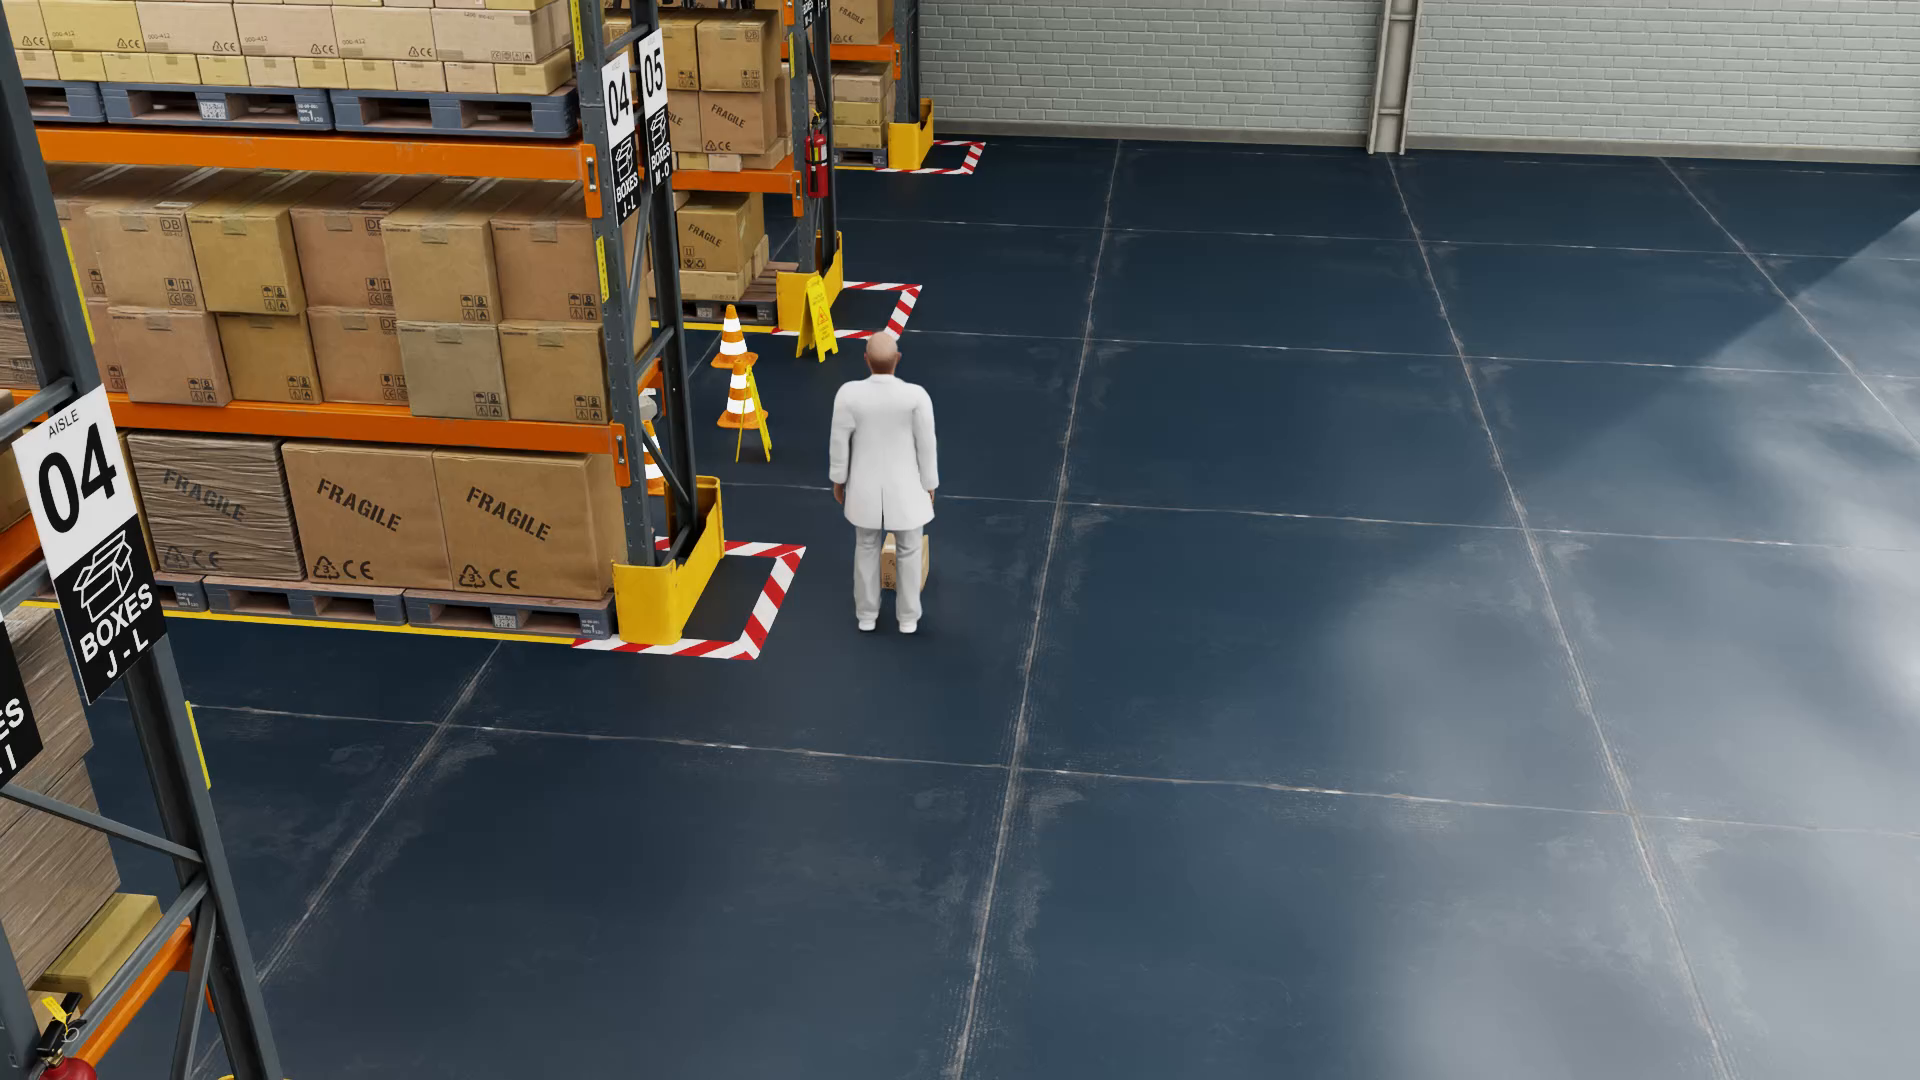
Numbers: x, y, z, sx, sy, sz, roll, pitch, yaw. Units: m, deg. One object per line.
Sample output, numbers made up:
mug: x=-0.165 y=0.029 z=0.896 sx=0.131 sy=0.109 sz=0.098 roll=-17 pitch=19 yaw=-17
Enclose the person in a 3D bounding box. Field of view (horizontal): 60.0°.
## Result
person: x=-0.414 y=-0.324 z=9.232 sx=0.615 sy=1.778 sz=0.400 roll=4 pitch=28 yaw=7
